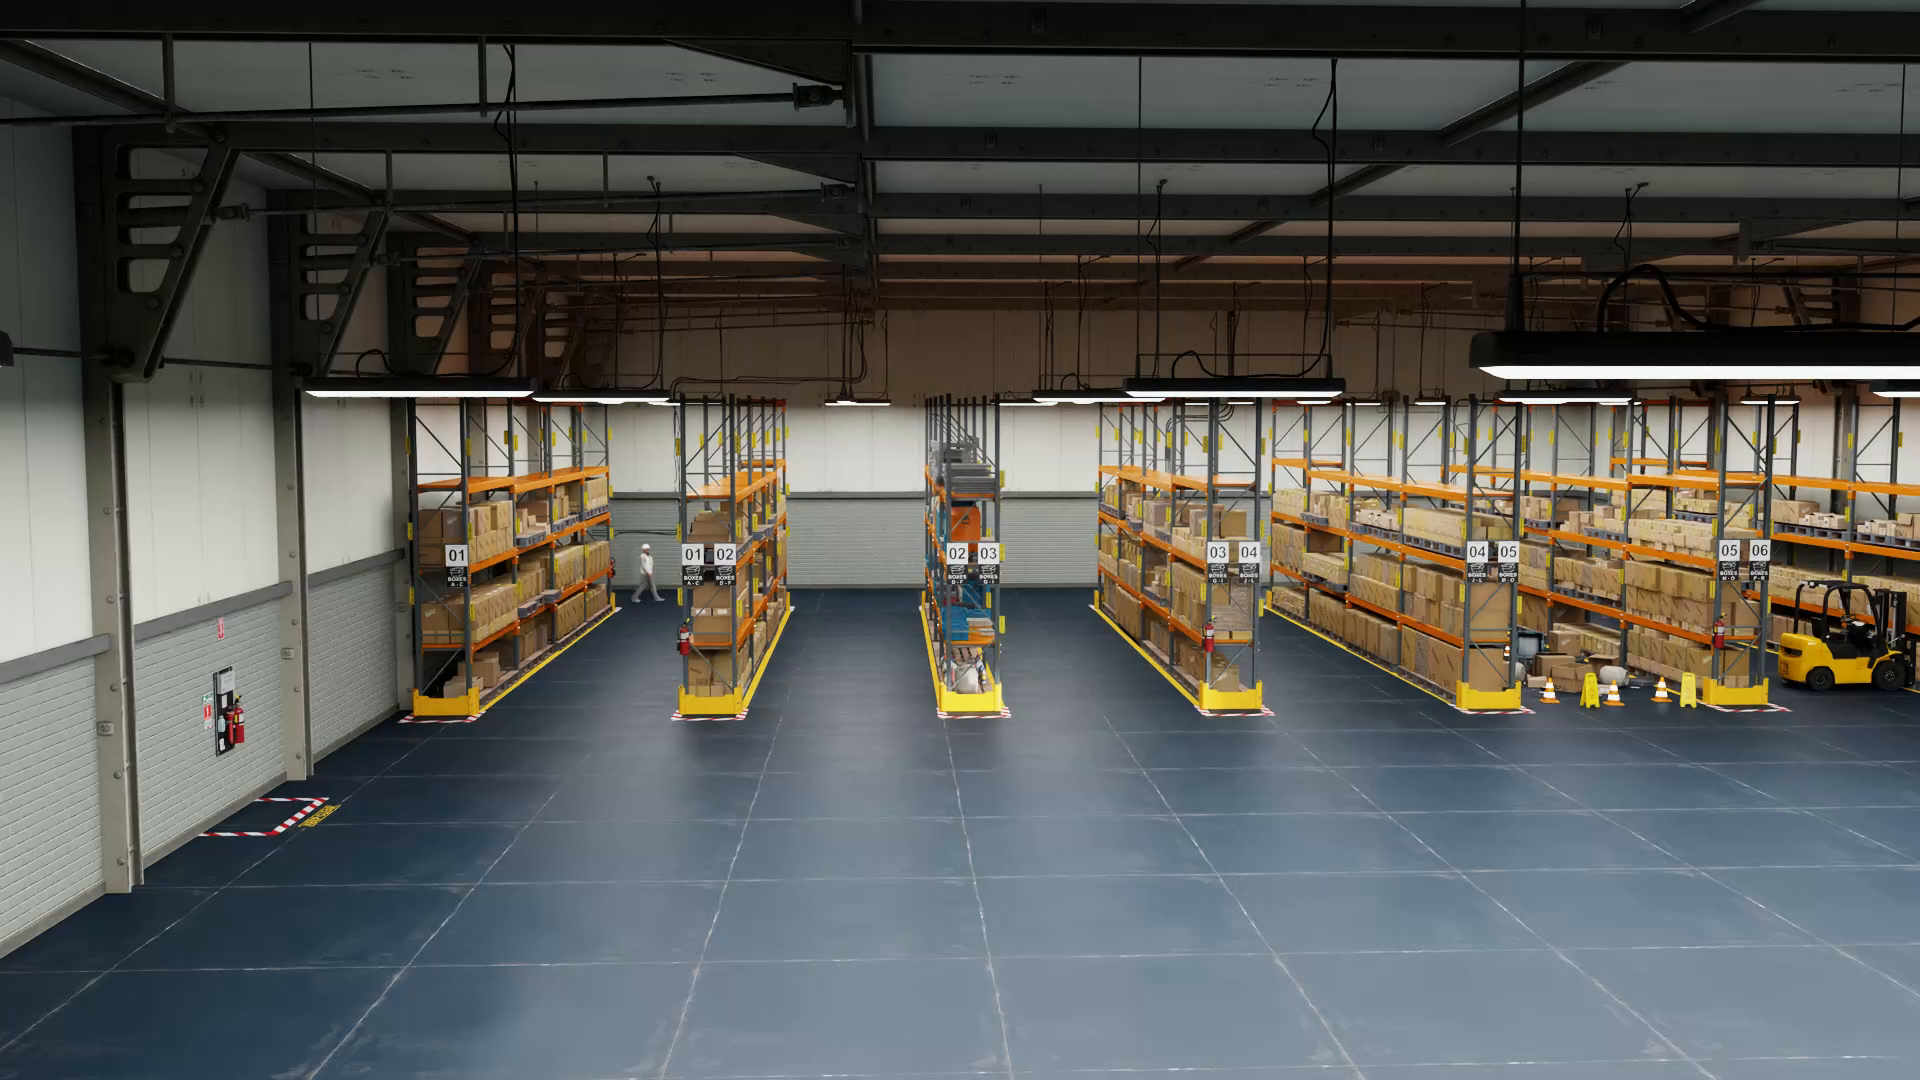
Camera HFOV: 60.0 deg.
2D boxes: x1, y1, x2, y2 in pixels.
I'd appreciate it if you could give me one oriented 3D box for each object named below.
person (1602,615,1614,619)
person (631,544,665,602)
[{"bbox_3d":[17.667,1.327,45.303,0.405,1.665,0.481,0,5,4],"label":"person"},{"bbox_3d":[-9.187,0.983,48.937,1.014,1.727,0.633,-1,5,-14],"label":"person"}]
